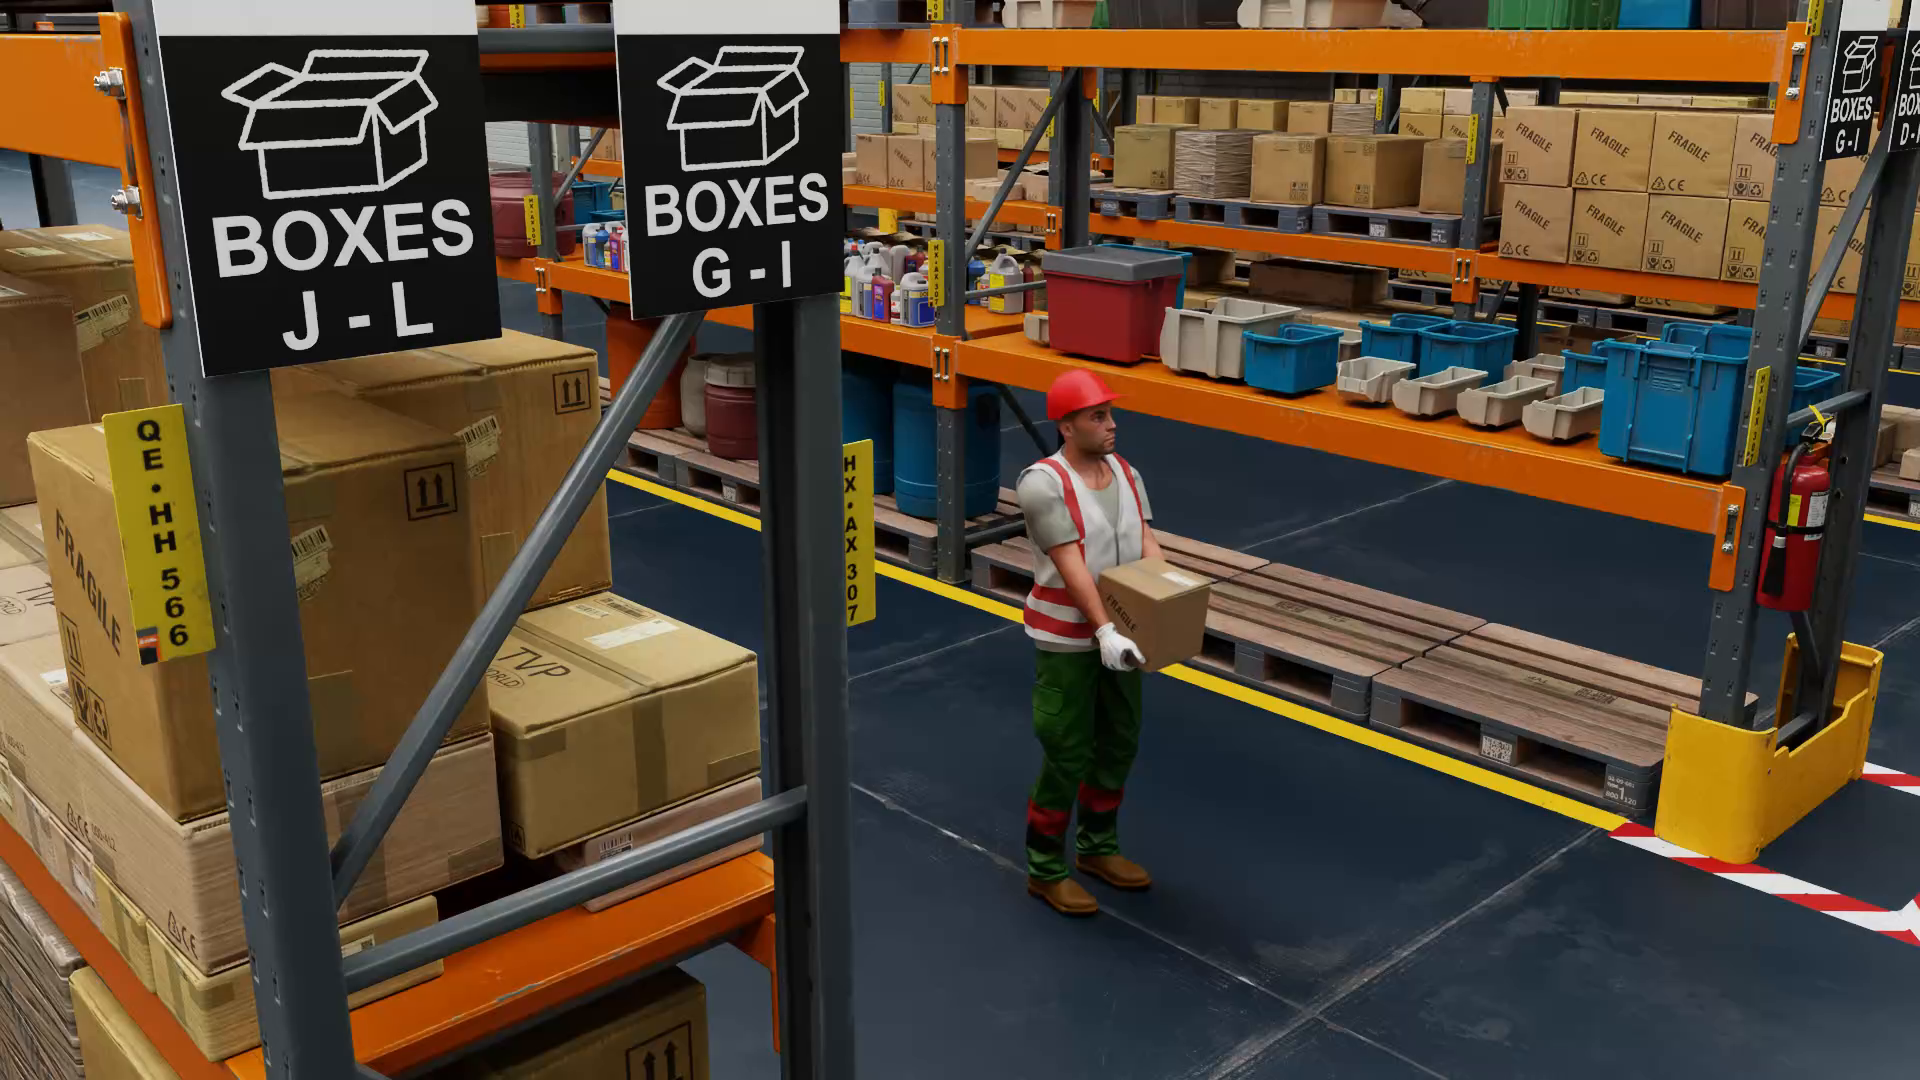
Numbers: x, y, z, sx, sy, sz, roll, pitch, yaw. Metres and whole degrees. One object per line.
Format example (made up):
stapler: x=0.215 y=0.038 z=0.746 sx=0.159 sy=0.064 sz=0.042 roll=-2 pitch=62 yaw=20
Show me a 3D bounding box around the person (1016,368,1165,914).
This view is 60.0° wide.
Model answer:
person: x=0.486 y=0.348 z=5.387 sx=0.494 sy=1.782 sz=0.560 roll=-15 pitch=23 yaw=-40
